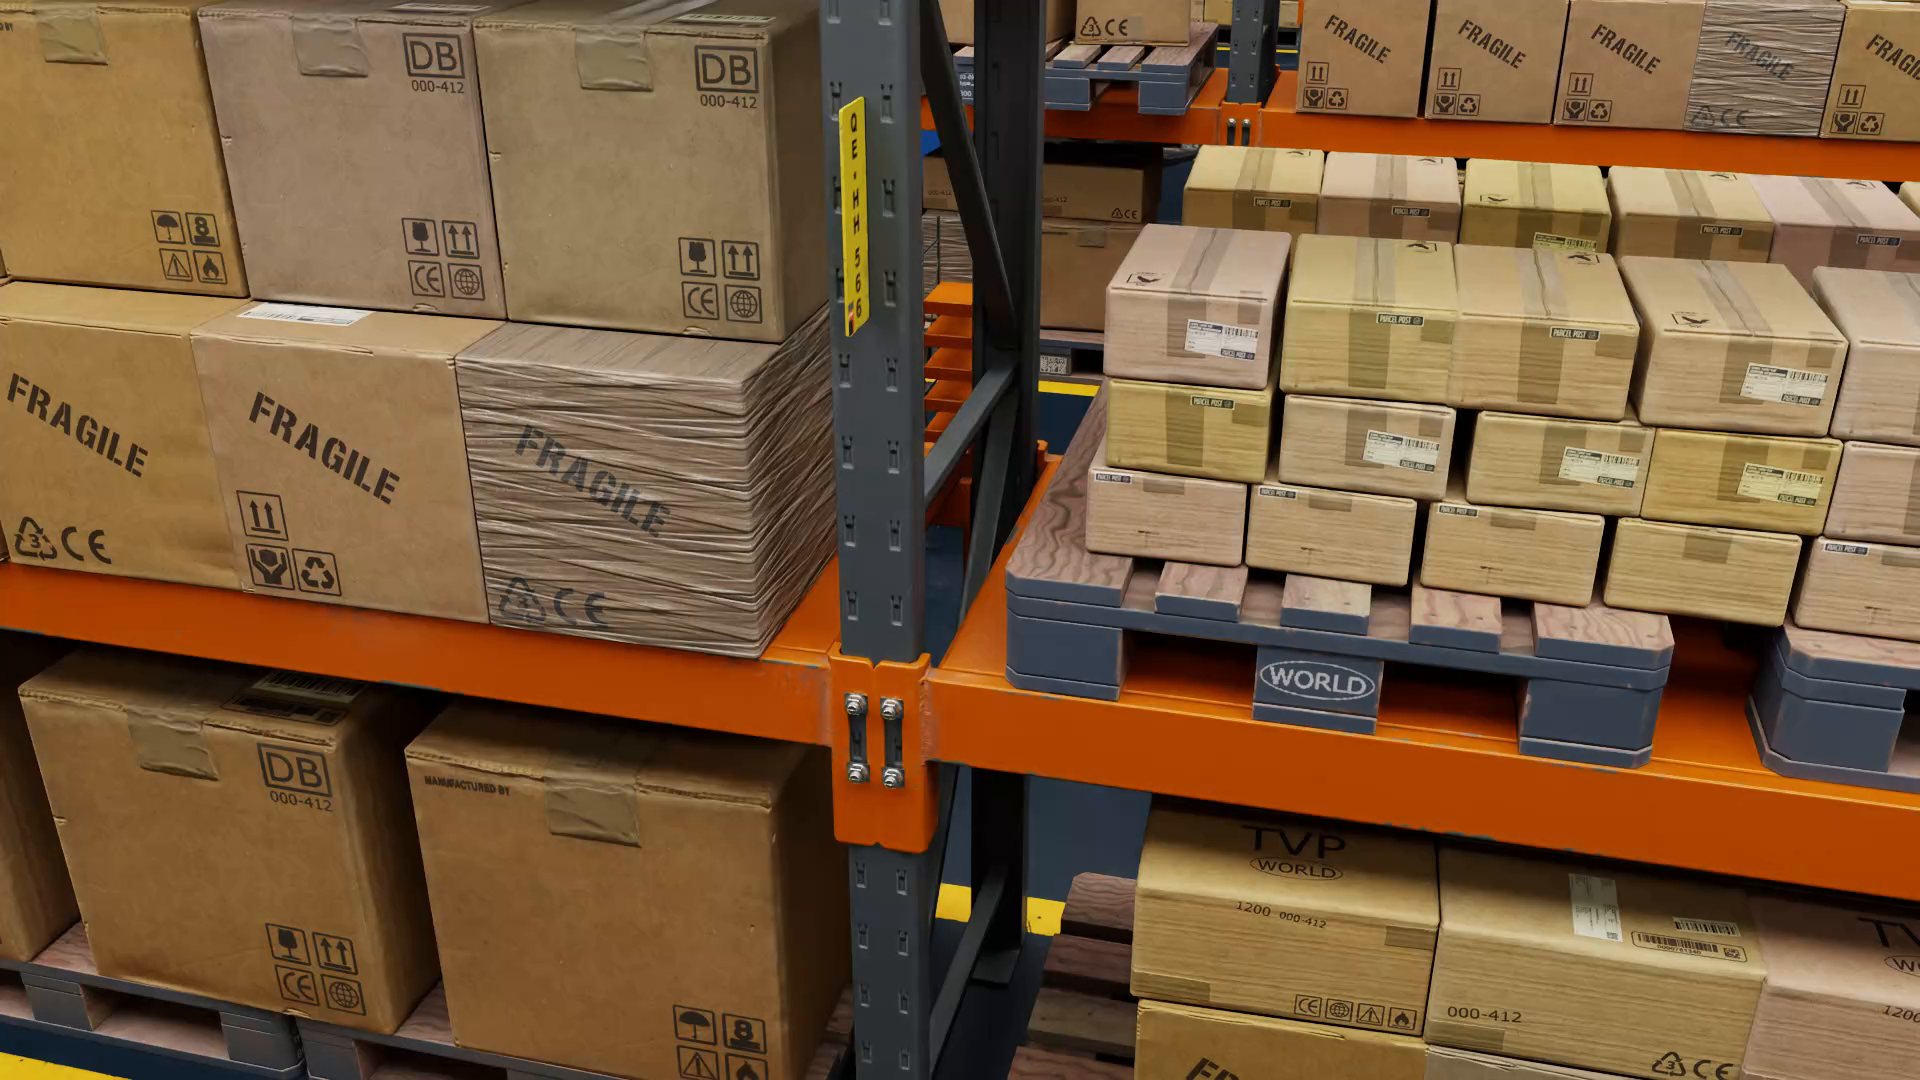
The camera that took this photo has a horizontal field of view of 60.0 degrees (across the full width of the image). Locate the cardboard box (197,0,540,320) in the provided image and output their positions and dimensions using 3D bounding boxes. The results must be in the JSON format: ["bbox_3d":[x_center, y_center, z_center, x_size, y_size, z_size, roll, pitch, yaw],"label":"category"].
[{"bbox_3d":[-0.938,-0.771,3.100,0.500,0.500,0.700,6,26,12],"label":"cardboard box"}]

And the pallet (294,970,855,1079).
[{"bbox_3d":[-0.760,0.975,3.957,1.213,0.211,1.003,6,26,13],"label":"pallet"}]

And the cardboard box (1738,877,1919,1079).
[{"bbox_3d":[1.559,0.719,2.797,0.500,0.250,0.500,7,26,13],"label":"cardboard box"}]

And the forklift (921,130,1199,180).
[{"bbox_3d":[0.332,-3.531,10.257,3.031,2.935,1.130,-16,30,-29],"label":"forklift"}]

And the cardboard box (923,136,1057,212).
[{"bbox_3d":[0.145,-1.743,7.945,0.500,0.250,0.500,9,27,19],"label":"cardboard box"}]

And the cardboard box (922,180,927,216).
[{"bbox_3d":[-0.427,-1.468,8.240,0.500,0.500,0.700,9,27,17],"label":"cardboard box"}]

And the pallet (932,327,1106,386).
[{"bbox_3d":[0.561,-1.048,8.205,1.213,0.211,1.003,6,26,13],"label":"pallet"}]

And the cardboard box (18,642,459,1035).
[{"bbox_3d":[-1.430,0.463,3.917,0.750,0.750,1.050,7,26,14],"label":"cardboard box"}]

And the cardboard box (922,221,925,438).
[{"bbox_3d":[-0.383,-0.374,3.430,0.500,0.500,0.500,7,26,14],"label":"cardboard box"}]

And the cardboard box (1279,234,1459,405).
[{"bbox_3d":[0.645,-0.356,2.619,0.250,0.149,0.380,6,26,12],"label":"cardboard box"}]

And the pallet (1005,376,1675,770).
[{"bbox_3d":[0.701,-0.050,3.089,1.003,0.211,1.213,6,26,13],"label":"pallet"}]

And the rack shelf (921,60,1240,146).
[{"bbox_3d":[-0.619,-2.112,8.033,4.000,0.370,1.077,6,26,13],"label":"rack shelf"}]

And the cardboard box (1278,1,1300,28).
[{"bbox_3d":[3.218,-5.249,16.497,0.500,0.250,0.500,7,26,14],"label":"cardboard box"}]

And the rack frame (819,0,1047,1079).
[{"bbox_3d":[-0.015,-0.169,3.115,0.127,3.000,1.000,6,26,13],"label":"rack frame"}]

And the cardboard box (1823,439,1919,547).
[{"bbox_3d":[1.411,-0.134,2.501,0.250,0.149,0.380,6,26,13],"label":"cardboard box"}]

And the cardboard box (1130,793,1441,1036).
[{"bbox_3d":[0.592,0.606,3.034,0.500,0.250,0.500,5,26,11],"label":"cardboard box"}]

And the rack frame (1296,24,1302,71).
[{"bbox_3d":[2.551,-4.285,11.760,0.127,3.000,1.000,6,26,13],"label":"rack frame"}]

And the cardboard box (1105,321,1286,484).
[{"bbox_3d":[0.403,-0.244,2.730,0.250,0.149,0.380,7,26,15],"label":"cardboard box"}]

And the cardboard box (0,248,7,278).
[{"bbox_3d":[-1.930,-0.880,3.329,0.500,0.500,0.700,6,26,12],"label":"cardboard box"}]

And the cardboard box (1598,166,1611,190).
[{"bbox_3d":[2.842,-1.272,7.415,0.875,0.875,1.225,6,26,13],"label":"cardboard box"}]

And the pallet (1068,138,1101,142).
[{"bbox_3d":[0.633,-3.256,12.844,1.213,0.211,1.003,6,26,13],"label":"pallet"}]

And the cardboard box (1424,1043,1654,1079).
[{"bbox_3d":[1.094,1.005,3.069,0.500,0.500,0.500,7,26,14],"label":"cardboard box"}]

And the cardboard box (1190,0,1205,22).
[{"bbox_3d":[2.232,-5.358,16.725,0.500,0.250,0.500,7,26,14],"label":"cardboard box"}]

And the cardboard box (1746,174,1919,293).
[{"bbox_3d":[1.561,-0.541,3.008,0.250,0.149,0.380,6,26,13],"label":"cardboard box"}]

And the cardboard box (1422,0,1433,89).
[{"bbox_3d":[2.339,-2.262,7.396,0.500,0.500,0.500,6,26,13],"label":"cardboard box"}]

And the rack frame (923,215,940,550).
[{"bbox_3d":[-0.103,-0.553,6.016,0.006,1.200,0.240,6,26,13],"label":"rack frame"}]

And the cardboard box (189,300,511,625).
[{"bbox_3d":[-1.001,-0.204,3.073,0.500,0.500,0.500,6,26,13],"label":"cardboard box"}]

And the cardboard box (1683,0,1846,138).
[{"bbox_3d":[3.202,-1.940,6.720,0.500,0.500,0.500,6,26,13],"label":"cardboard box"}]

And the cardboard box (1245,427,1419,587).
[{"bbox_3d":[0.628,-0.084,2.741,0.250,0.149,0.380,8,26,16],"label":"cardboard box"}]

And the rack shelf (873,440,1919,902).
[{"bbox_3d":[1.922,0.370,2.819,4.000,0.370,1.077,6,26,13],"label":"rack shelf"}]

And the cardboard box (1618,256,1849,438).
[{"bbox_3d":[1.138,-0.299,2.500,0.250,0.149,0.380,5,26,11],"label":"cardboard box"}]

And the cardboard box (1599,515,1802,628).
[{"bbox_3d":[1.151,-0.027,2.621,0.250,0.149,0.380,8,26,15],"label":"cardboard box"}]

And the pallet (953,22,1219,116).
[{"bbox_3d":[0.601,-2.168,7.537,1.003,0.211,1.213,6,26,13],"label":"pallet"}]

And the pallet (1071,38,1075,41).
[{"bbox_3d":[1.823,-5.323,17.186,1.213,0.211,1.003,6,26,13],"label":"pallet"}]

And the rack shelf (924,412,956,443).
[{"bbox_3d":[-0.014,-0.395,6.066,0.180,0.103,0.258,6,26,13],"label":"rack shelf"}]

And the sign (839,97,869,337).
[{"bbox_3d":[-0.150,-0.460,2.380,0.005,0.325,0.100,6,26,13],"label":"sign"}]

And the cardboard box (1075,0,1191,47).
[{"bbox_3d":[0.785,-2.499,7.404,0.500,0.500,0.500,3,26,7],"label":"cardboard box"}]

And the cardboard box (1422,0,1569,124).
[{"bbox_3d":[2.221,-2.048,6.946,0.500,0.500,0.500,6,26,12],"label":"cardboard box"}]

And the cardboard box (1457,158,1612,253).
[{"bbox_3d":[1.070,-0.596,3.124,0.250,0.149,0.380,7,26,15],"label":"cardboard box"}]

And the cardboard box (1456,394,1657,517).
[{"bbox_3d":[0.925,-0.188,2.614,0.250,0.149,0.380,5,26,11],"label":"cardboard box"}]

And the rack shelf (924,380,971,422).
[{"bbox_3d":[-0.014,-0.503,6.014,0.180,0.103,0.258,6,26,13],"label":"rack shelf"}]

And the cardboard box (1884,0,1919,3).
[{"bbox_3d":[3.909,-2.436,6.593,0.637,0.503,0.797,7,26,14],"label":"cardboard box"}]

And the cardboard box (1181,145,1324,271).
[{"bbox_3d":[0.574,-0.652,3.241,0.250,0.149,0.380,5,26,11],"label":"cardboard box"}]

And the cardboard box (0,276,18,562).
[{"bbox_3d":[-1.983,-0.311,3.297,0.500,0.500,0.500,7,26,14],"label":"cardboard box"}]

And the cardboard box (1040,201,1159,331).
[{"bbox_3d":[0.664,-1.356,8.005,0.500,0.500,0.700,5,26,10],"label":"cardboard box"}]

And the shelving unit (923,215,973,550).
[{"bbox_3d":[-0.014,-0.543,5.995,0.189,1.200,0.258,6,26,13],"label":"shelving unit"}]
